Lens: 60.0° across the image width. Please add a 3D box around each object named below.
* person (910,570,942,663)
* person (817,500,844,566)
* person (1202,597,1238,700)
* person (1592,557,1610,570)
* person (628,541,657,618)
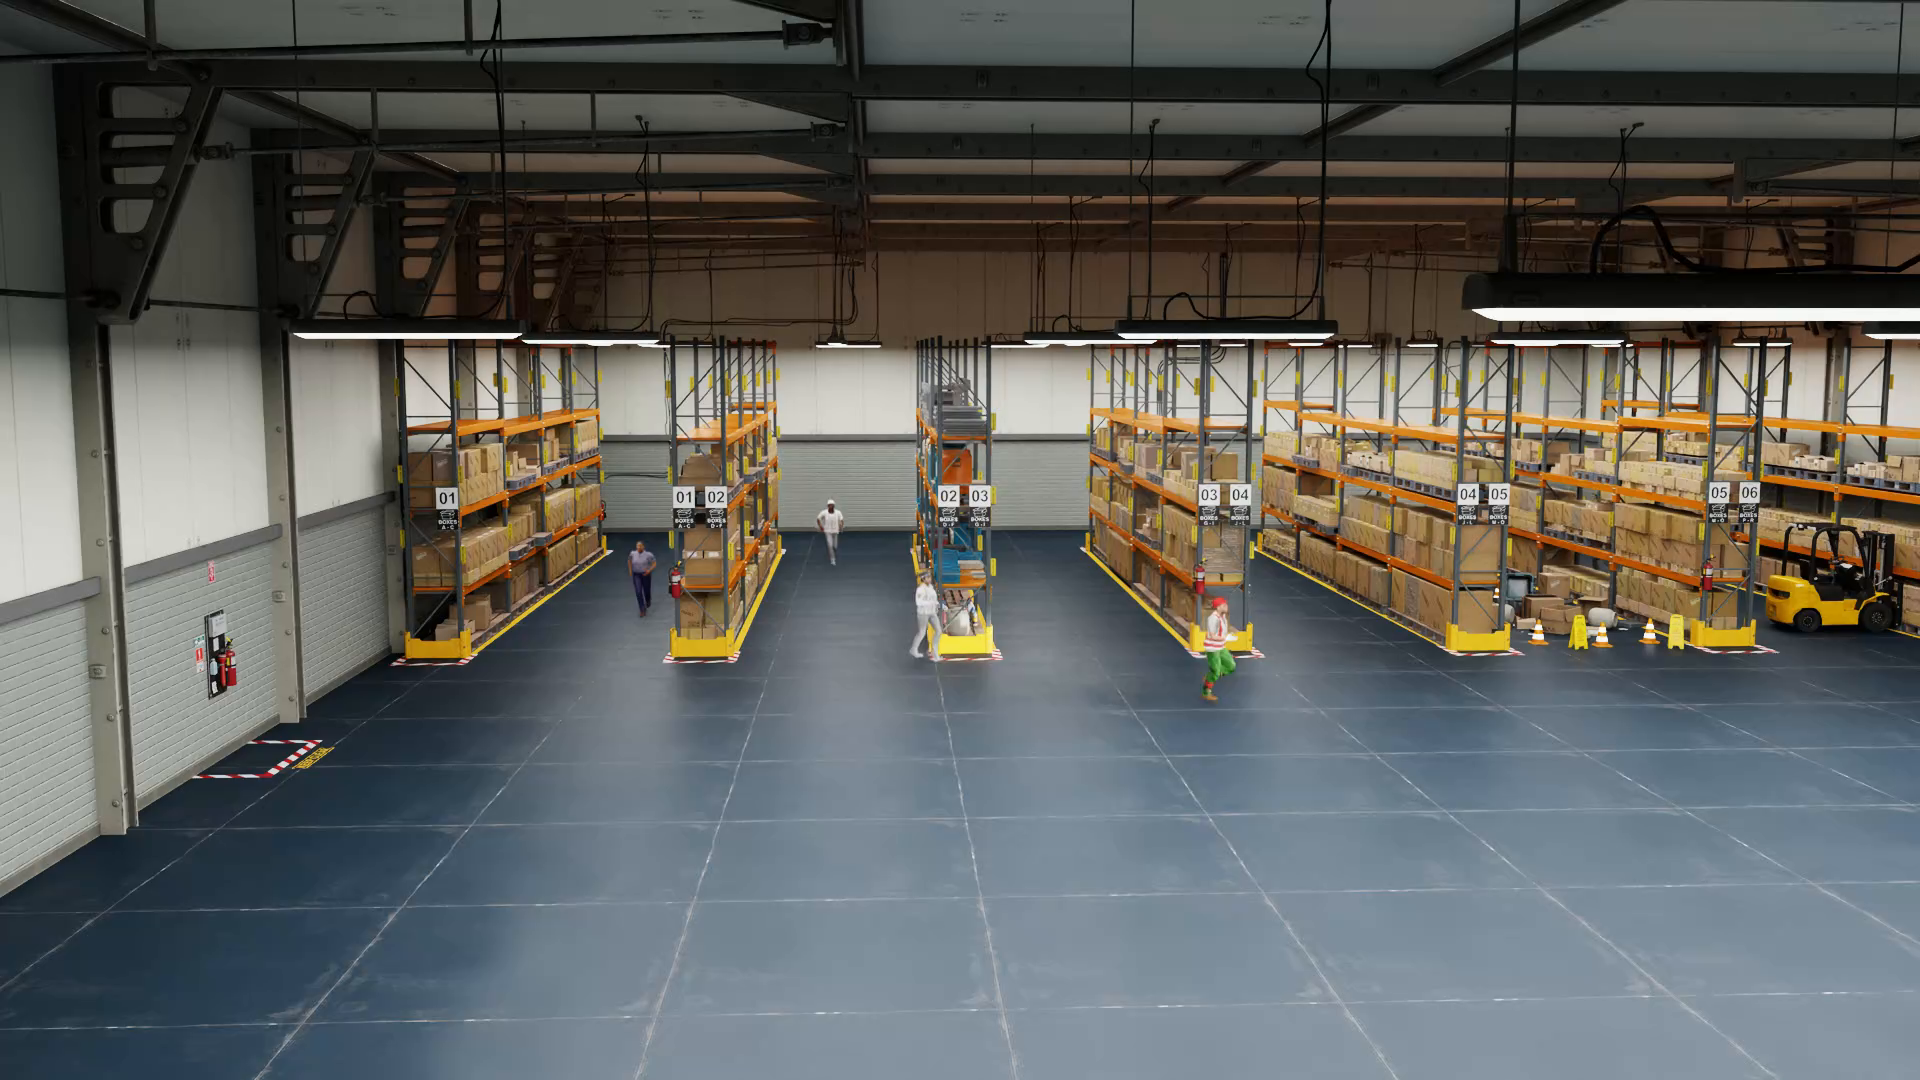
[{"bbox_3d":[-0.623,1.408,30.704,0.753,1.753,0.594,6,9,43],"label":"person"},{"bbox_3d":[-3.478,-0.215,44.741,0.725,1.741,0.784,-2,7,-15],"label":"person"},{"bbox_3d":[4.247,1.779,27.134,0.657,1.728,0.707,4,7,30],"label":"person"},{"bbox_3d":[16.045,0.235,41.462,0.553,1.647,0.999,0,7,-4],"label":"person"},{"bbox_3d":[-6.916,0.823,36.192,0.630,1.644,0.895,0,6,-3],"label":"person"}]
